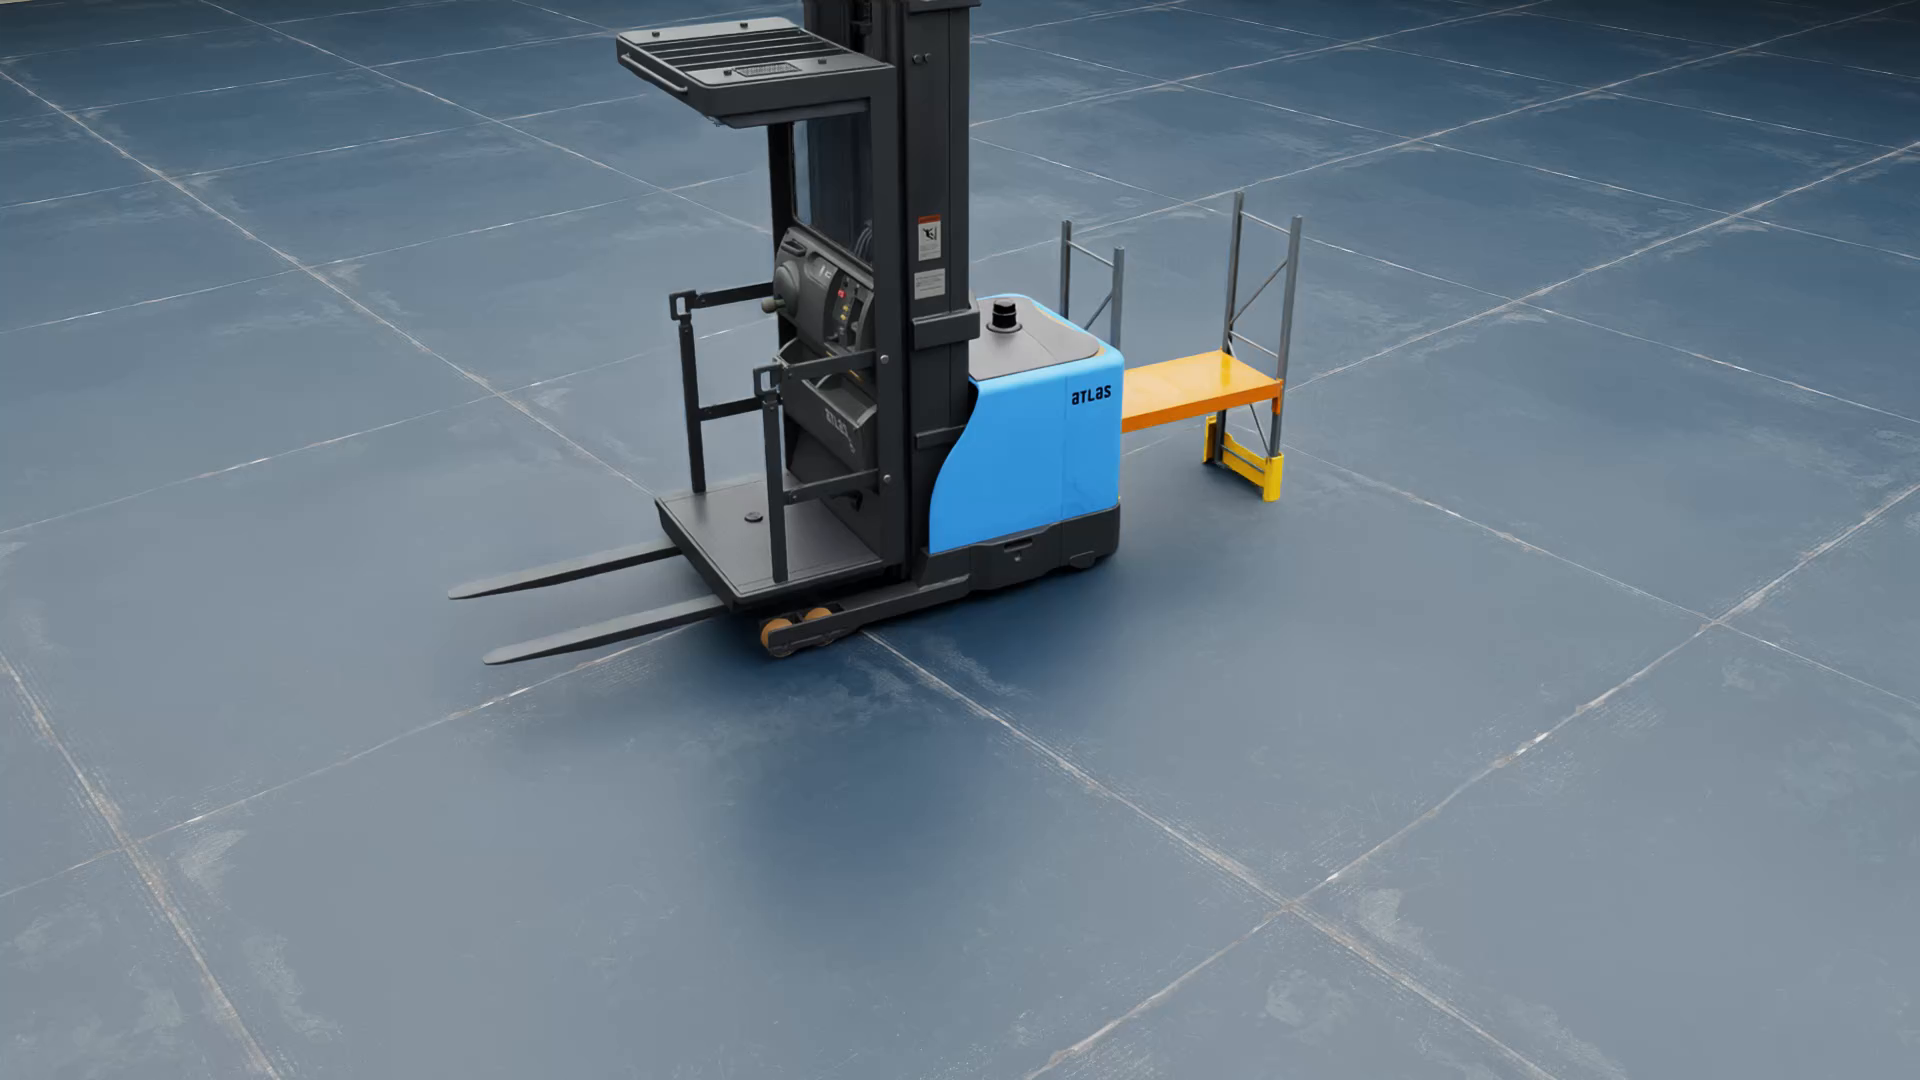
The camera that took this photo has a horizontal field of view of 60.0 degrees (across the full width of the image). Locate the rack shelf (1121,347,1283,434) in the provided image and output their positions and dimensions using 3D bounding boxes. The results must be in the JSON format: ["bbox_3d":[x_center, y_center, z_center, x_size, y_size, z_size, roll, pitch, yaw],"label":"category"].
[{"bbox_3d":[1.064,-0.718,8.385,1.000,0.185,0.538,-14,31,-25],"label":"rack shelf"}]

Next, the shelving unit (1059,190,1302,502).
[{"bbox_3d":[1.056,-0.875,8.296,1.083,1.500,0.587,-14,31,-25],"label":"shelving unit"}]

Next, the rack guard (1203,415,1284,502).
[{"bbox_3d":[1.494,-0.435,8.800,0.087,0.250,0.587,-14,31,-25],"label":"rack guard"}]

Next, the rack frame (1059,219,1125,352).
[{"bbox_3d":[0.616,-0.763,8.086,0.032,1.500,0.500,-14,31,-25],"label":"rack frame"}]

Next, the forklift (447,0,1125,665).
[{"bbox_3d":[-0.776,-1.064,7.131,3.031,2.935,1.130,-14,31,-25],"label":"forklift"}]

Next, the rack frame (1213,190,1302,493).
[{"bbox_3d":[1.511,-0.991,8.513,0.032,1.500,0.500,-14,31,-25],"label":"rack frame"}]

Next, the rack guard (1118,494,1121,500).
[{"bbox_3d":[0.618,-0.212,8.381,0.087,0.250,0.587,-14,31,-25],"label":"rack guard"}]
